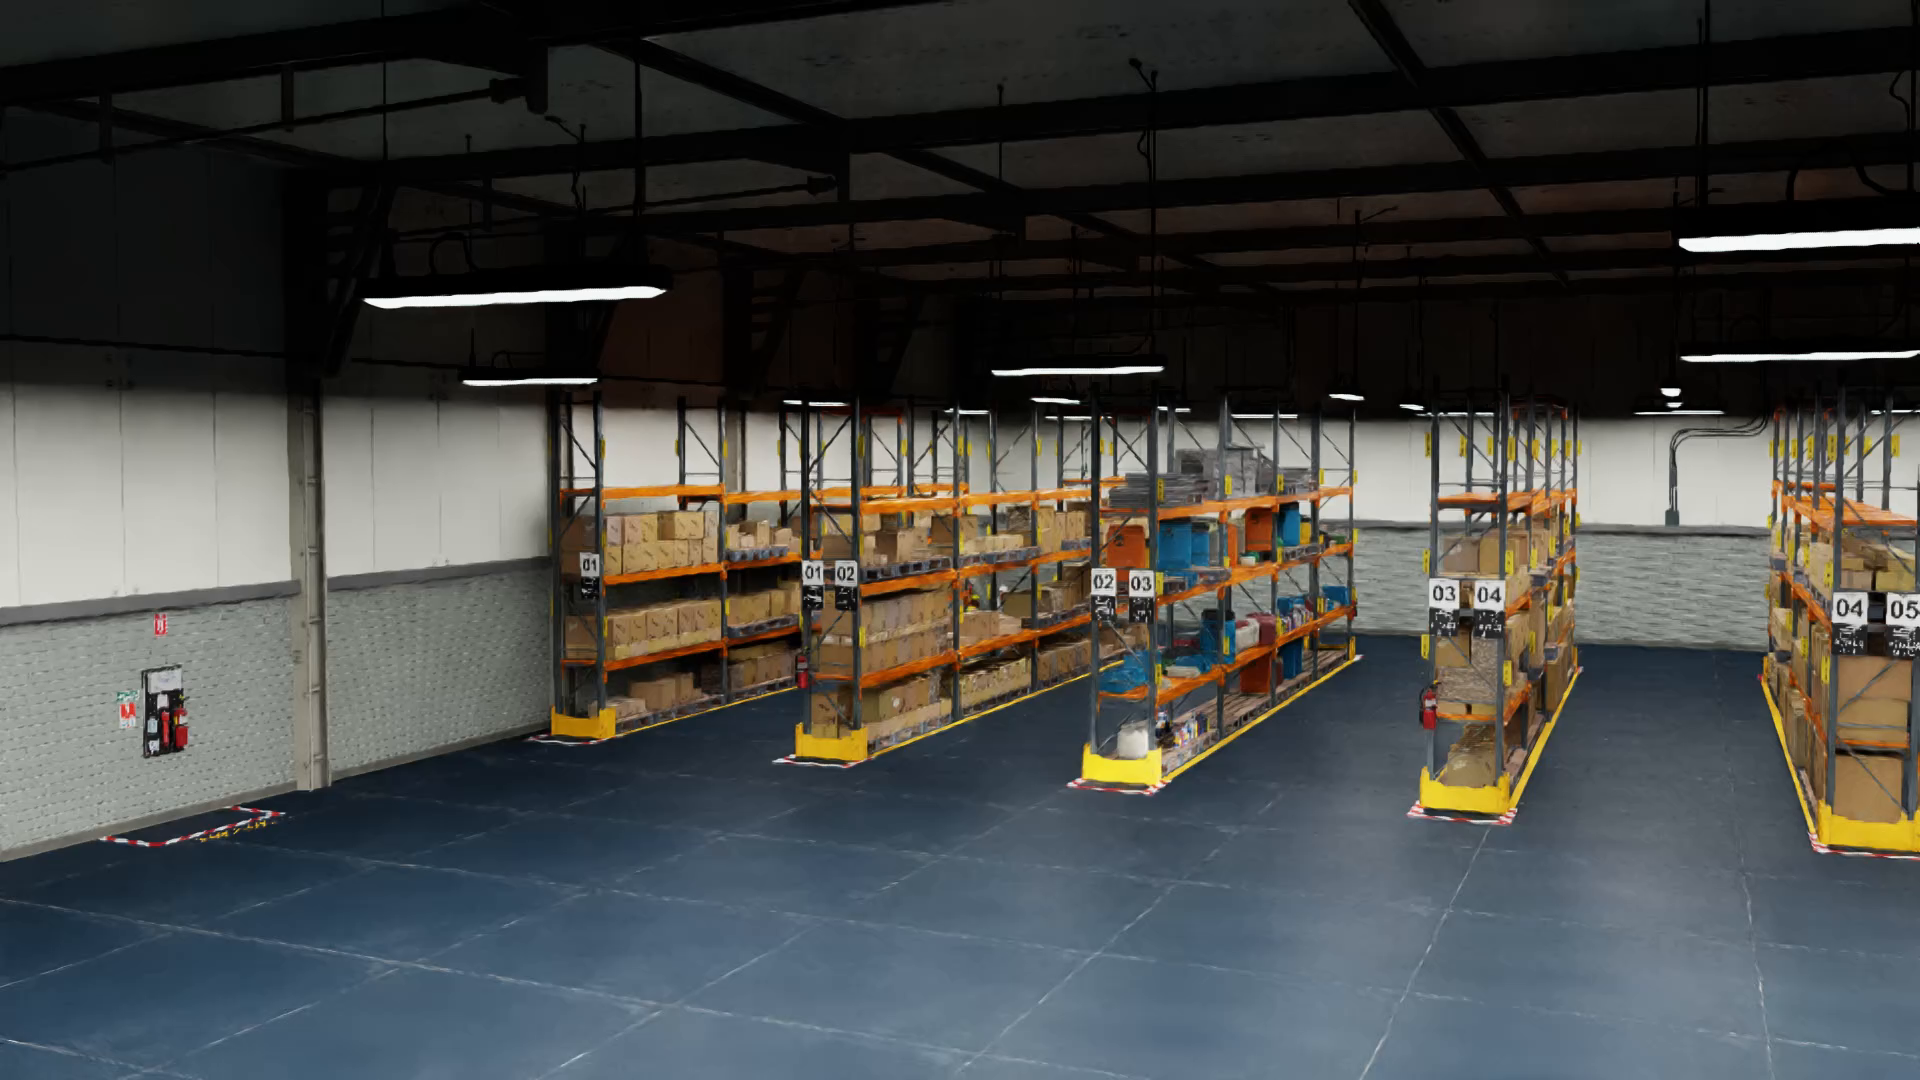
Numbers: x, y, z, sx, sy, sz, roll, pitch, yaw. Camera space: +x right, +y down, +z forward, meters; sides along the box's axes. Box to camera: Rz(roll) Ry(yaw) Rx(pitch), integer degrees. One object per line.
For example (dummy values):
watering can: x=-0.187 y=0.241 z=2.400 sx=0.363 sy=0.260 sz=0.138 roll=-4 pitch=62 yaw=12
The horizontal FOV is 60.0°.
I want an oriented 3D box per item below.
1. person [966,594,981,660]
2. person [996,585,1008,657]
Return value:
person: x=0.362 y=2.067 z=36.803 sx=0.446 sy=1.766 sz=0.628 roll=0 pitch=3 yaw=-8
person: x=1.058 y=1.927 z=39.945 sx=0.553 sy=1.709 sz=1.123 roll=2 pitch=3 yaw=25
